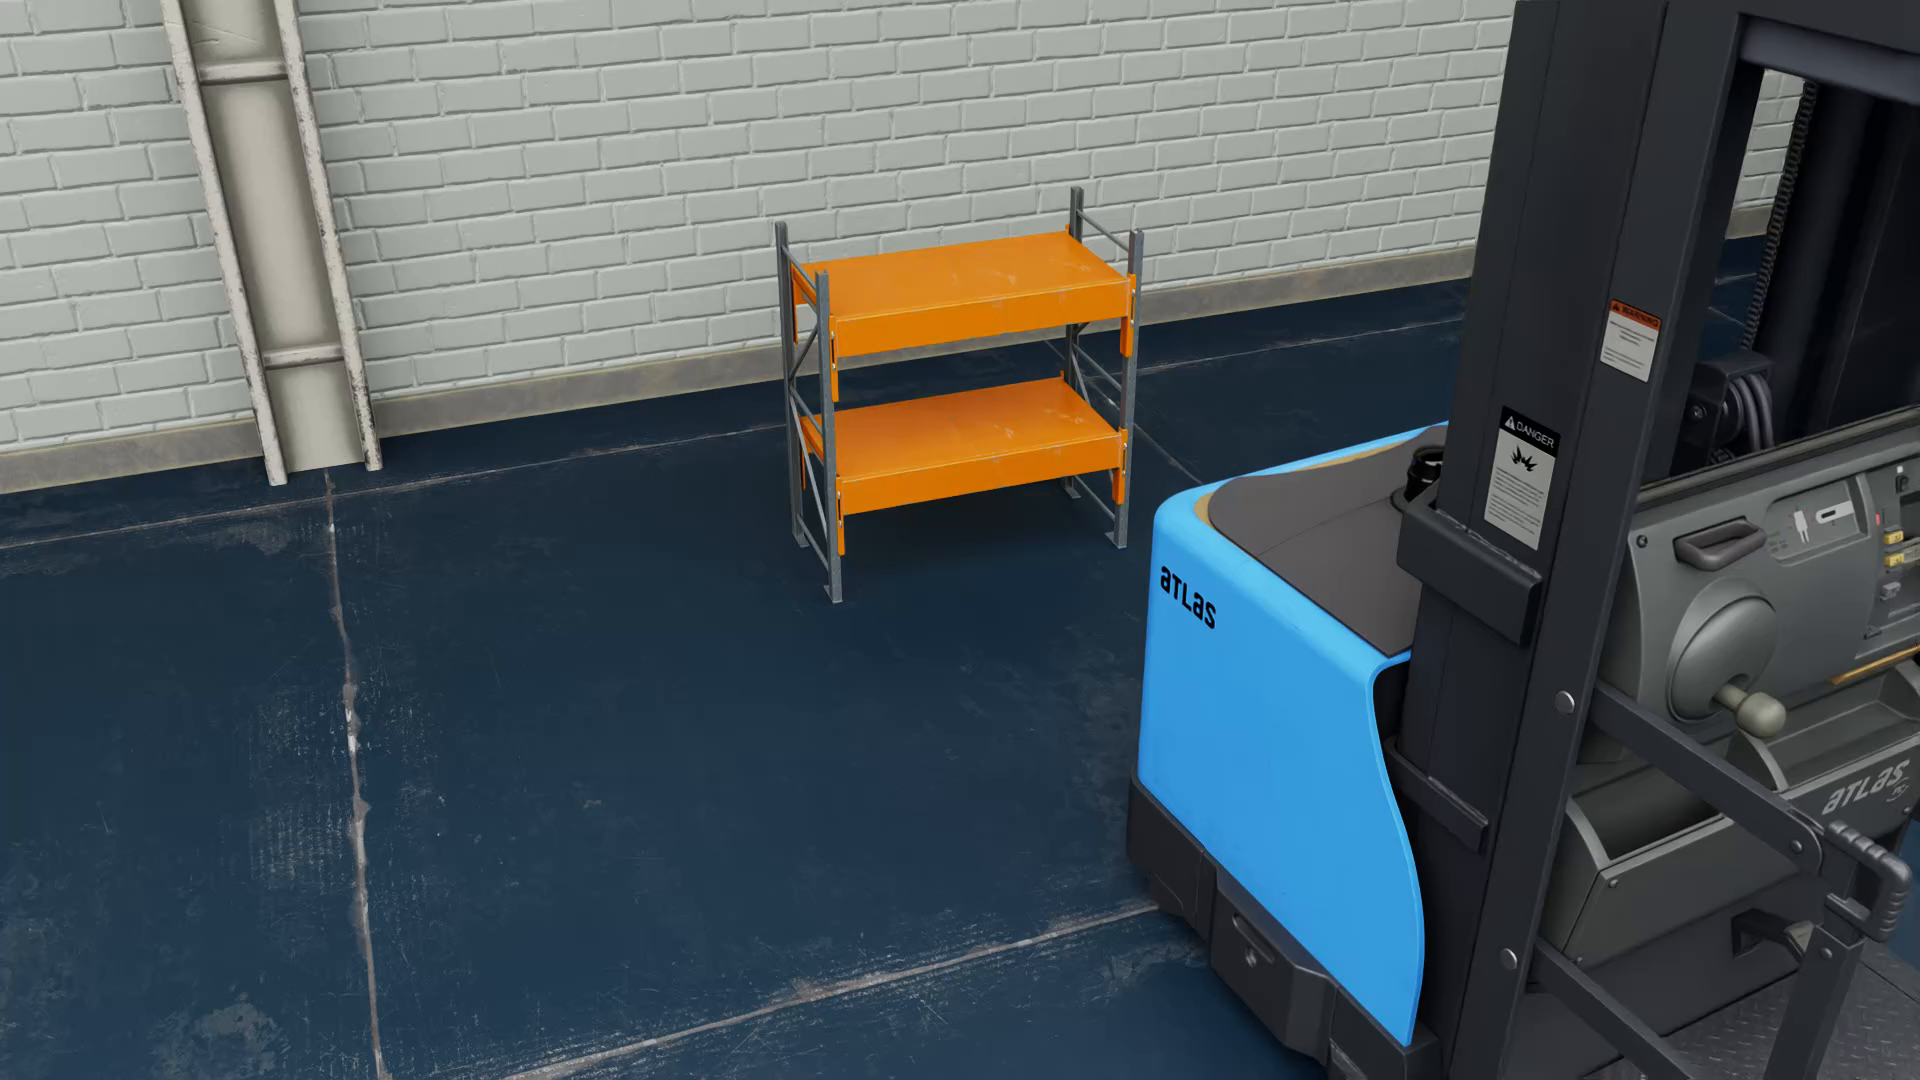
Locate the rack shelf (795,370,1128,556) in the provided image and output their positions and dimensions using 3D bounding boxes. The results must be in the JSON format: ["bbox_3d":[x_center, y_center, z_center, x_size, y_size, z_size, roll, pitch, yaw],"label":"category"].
[{"bbox_3d":[-0.006,-0.275,5.591,1.000,0.278,0.538,-10,31,-18],"label":"rack shelf"}]

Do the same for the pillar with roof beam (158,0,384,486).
[{"bbox_3d":[-0.895,-2.216,0.550,0.400,9.000,9.100,-10,31,-18],"label":"pillar with roof beam"}]

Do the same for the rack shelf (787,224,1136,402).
[{"bbox_3d":[-0.006,-0.742,5.325,1.000,0.278,0.538,-10,31,-18],"label":"rack shelf"}]

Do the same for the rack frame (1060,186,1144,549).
[{"bbox_3d":[0.470,-0.575,5.624,0.032,1.125,0.500,-10,31,-18],"label":"rack frame"}]

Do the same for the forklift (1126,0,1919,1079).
[{"bbox_3d":[1.555,0.095,2.622,1.130,2.935,3.031,-15,33,-24],"label":"forklift"}]

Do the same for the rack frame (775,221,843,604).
[{"bbox_3d":[-0.483,-0.400,5.315,0.032,1.125,0.500,-10,31,-18],"label":"rack frame"}]

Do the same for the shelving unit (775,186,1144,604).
[{"bbox_3d":[-0.006,-0.488,5.469,1.048,1.125,0.538,-10,31,-18],"label":"shelving unit"}]
